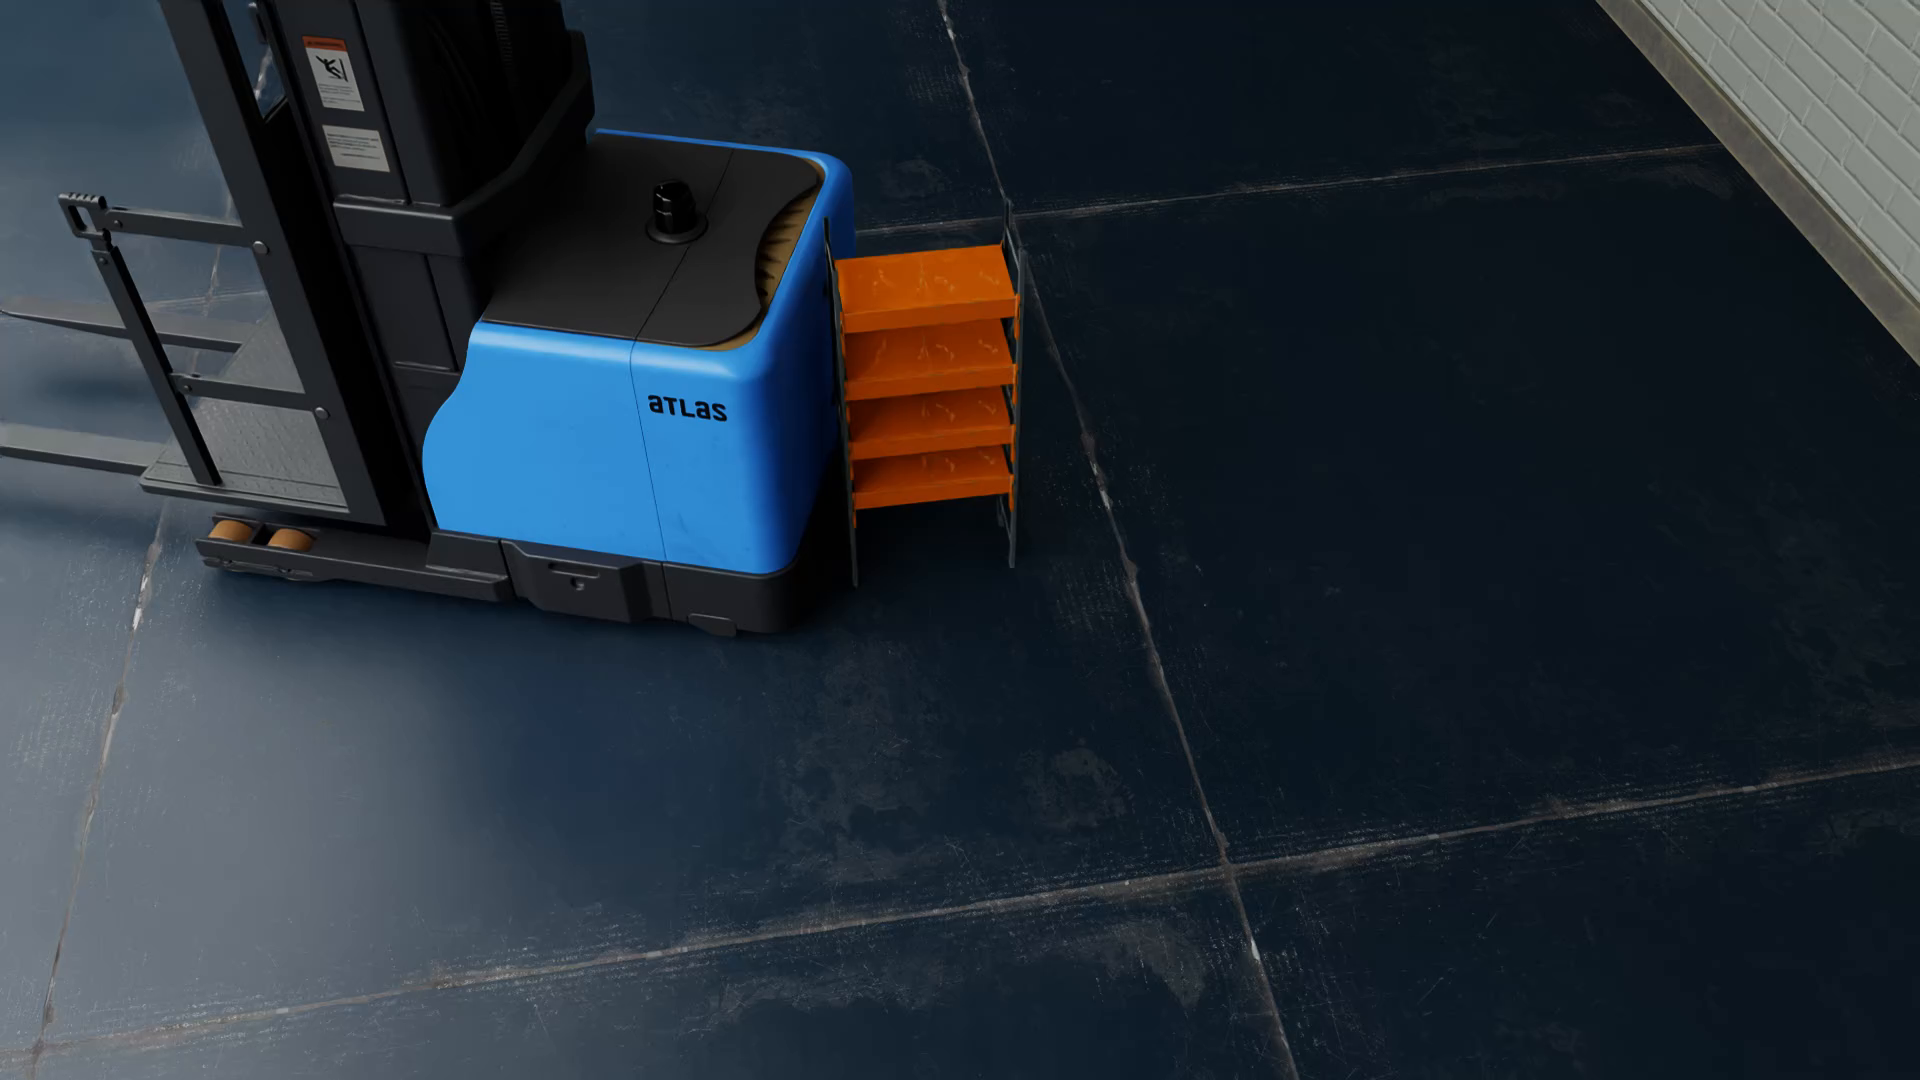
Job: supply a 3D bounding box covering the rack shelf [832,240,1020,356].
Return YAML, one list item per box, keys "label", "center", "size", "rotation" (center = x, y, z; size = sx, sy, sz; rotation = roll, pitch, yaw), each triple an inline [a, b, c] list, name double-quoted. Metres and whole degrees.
- label: "rack shelf"
  center: [-0.097, -0.657, 4.504]
  size: [0.480, 0.148, 0.258]
  rotation: [-6, 46, -6]

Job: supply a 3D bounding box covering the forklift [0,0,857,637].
- label: "forklift"
  center: [-1.868, -1.256, 4.425]
  size: [3.031, 2.935, 1.130]
  rotation: [8, 47, 8]

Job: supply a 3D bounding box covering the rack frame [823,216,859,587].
- label: "rack frame"
  center: [-0.338, -0.356, 4.760]
  size: [0.015, 1.200, 0.240]
  rotation: [-6, 46, -6]

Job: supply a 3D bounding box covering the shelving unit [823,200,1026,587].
- label: "shelving unit"
  center: [-0.097, -0.384, 4.787]
  size: [0.503, 1.200, 0.258]
  rotation: [-6, 46, -6]

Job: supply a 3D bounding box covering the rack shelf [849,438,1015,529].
- label: "rack shelf"
  center: [-0.097, -0.199, 4.978]
  size: [0.480, 0.148, 0.258]
  rotation: [-6, 46, -6]

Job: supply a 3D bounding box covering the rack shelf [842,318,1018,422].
- label: "rack shelf"
  center: [-0.097, -0.492, 4.674]
  size: [0.480, 0.148, 0.258]
  rotation: [-6, 46, -6]

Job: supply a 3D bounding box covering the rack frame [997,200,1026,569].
- label: "rack frame"
  center: [0.144, -0.411, 4.813]
  size: [0.015, 1.200, 0.240]
  rotation: [-6, 46, -6]

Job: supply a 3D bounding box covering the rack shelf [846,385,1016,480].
- label: "rack shelf"
  center: [-0.097, -0.337, 4.835]
  size: [0.480, 0.148, 0.258]
  rotation: [-6, 46, -6]
